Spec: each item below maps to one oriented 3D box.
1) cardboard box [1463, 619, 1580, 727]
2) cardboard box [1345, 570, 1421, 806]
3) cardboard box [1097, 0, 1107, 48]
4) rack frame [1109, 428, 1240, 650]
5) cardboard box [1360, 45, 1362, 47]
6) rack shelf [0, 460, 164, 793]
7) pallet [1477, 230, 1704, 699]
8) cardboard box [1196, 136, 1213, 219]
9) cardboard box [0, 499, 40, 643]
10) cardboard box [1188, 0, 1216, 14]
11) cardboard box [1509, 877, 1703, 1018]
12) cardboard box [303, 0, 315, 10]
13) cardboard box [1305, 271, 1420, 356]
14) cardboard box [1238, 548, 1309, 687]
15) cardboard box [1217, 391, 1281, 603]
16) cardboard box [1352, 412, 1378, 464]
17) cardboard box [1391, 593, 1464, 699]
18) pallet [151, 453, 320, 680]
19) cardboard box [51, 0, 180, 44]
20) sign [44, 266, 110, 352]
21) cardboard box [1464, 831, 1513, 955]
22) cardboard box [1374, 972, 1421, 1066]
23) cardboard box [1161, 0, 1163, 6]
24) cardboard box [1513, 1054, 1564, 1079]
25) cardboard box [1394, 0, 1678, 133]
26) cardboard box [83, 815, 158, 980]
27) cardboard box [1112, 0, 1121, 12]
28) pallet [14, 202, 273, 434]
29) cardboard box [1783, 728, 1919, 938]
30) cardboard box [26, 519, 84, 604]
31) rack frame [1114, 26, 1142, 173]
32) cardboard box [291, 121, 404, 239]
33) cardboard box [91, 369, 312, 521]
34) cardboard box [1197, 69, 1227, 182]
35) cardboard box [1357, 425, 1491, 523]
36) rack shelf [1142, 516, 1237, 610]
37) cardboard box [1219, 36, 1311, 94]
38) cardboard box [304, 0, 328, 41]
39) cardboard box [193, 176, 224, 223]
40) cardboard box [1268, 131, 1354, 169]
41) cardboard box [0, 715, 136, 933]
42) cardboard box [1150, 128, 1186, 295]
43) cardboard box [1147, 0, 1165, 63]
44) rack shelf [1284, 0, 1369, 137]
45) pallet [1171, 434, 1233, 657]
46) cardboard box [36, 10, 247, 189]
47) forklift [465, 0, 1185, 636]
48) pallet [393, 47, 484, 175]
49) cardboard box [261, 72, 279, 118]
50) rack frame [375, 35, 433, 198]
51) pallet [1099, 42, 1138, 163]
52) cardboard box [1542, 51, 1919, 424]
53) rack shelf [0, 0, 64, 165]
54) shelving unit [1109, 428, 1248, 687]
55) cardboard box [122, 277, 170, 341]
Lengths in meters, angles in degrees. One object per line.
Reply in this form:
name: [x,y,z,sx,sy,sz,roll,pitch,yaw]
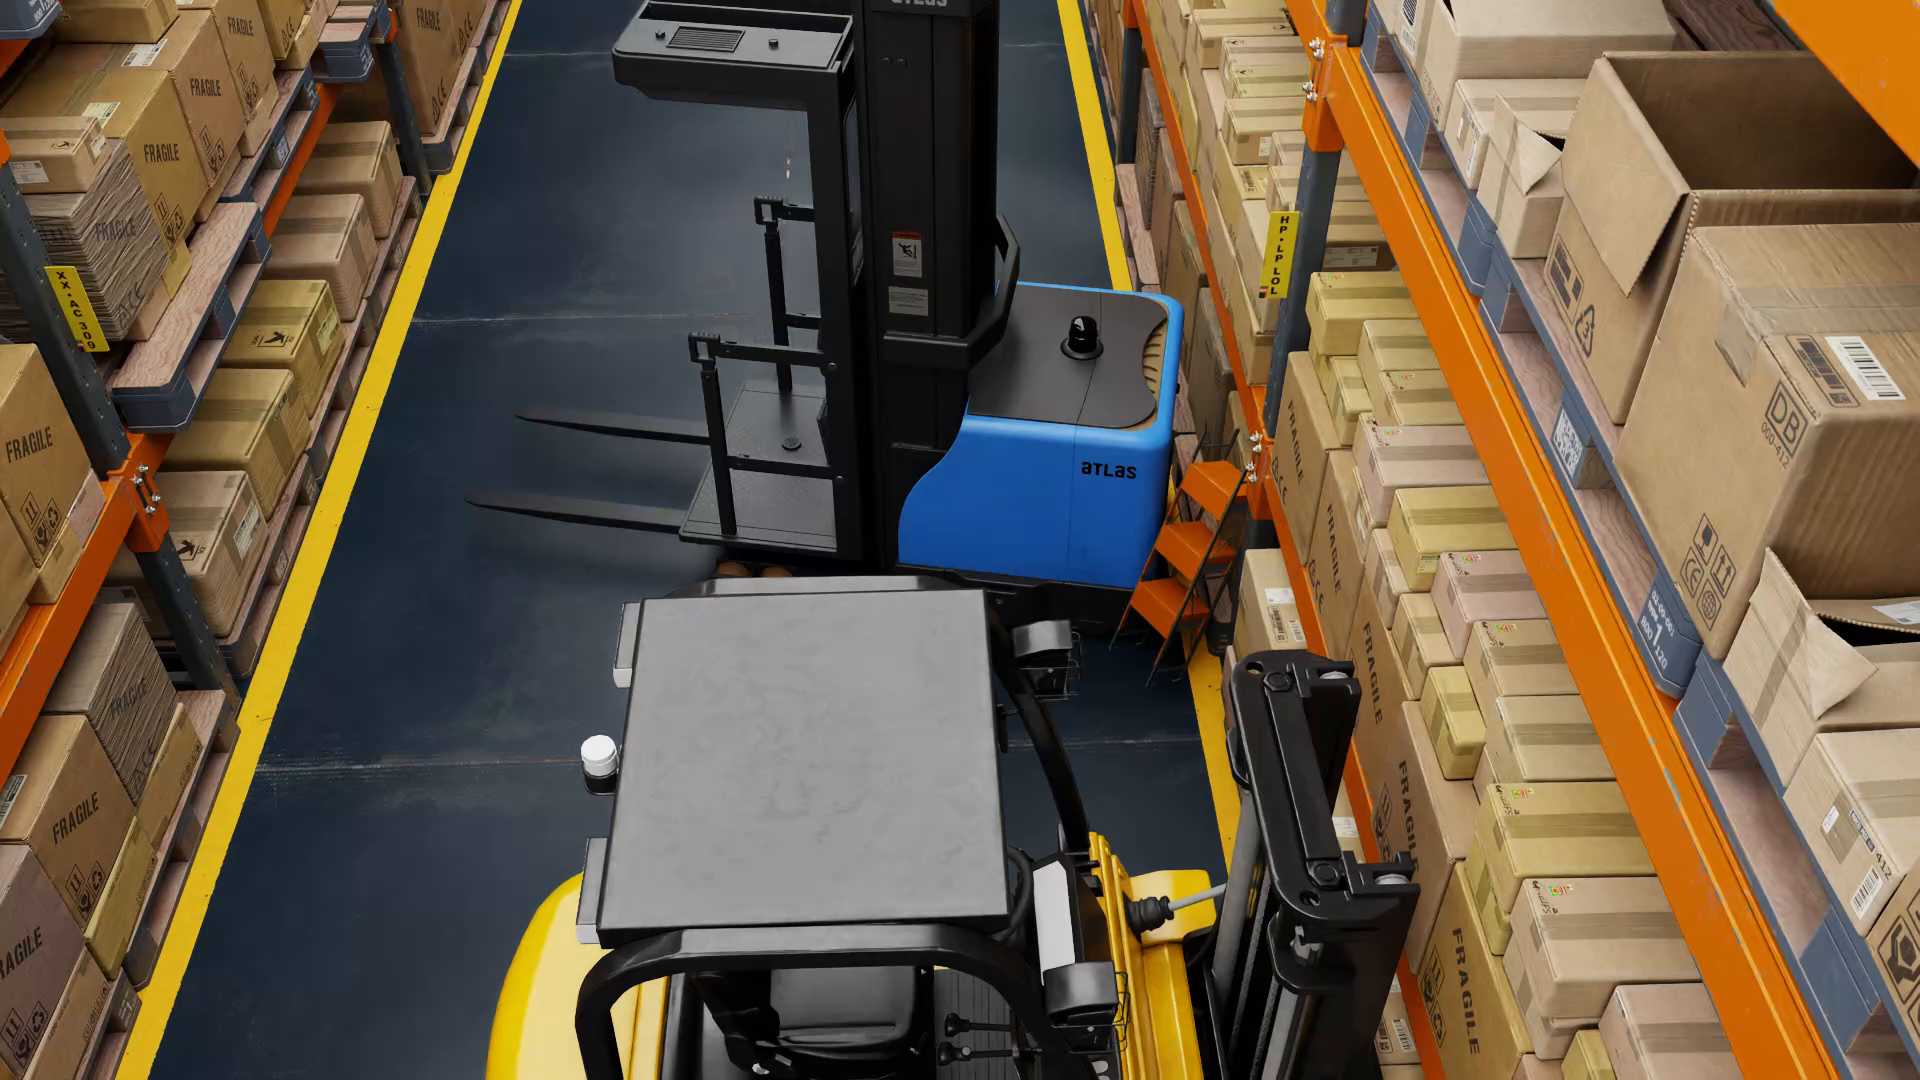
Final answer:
cardboard box: [1.457,0.328,4.047,0.380,0.149,0.250,-1,43,-2]
cardboard box: [1.396,0.418,4.649,0.500,0.500,0.500,-2,43,-2]
cardboard box: [1.139,-3.449,10.482,0.500,0.500,0.500,0,43,0]
rack frame: [0.843,0.010,6.598,0.200,1.050,0.008,-7,39,-38]
cardboard box: [1.775,-1.927,6.728,0.380,0.149,0.250,-2,43,-2]
rack shelf: [-3.297,1.215,4.386,1.077,0.370,4.000,-2,43,-2]
pallet: [1.688,-0.221,3.267,1.003,0.211,1.213,-2,43,-2]
cardboard box: [1.277,-1.498,6.925,0.500,0.250,0.500,-1,43,-2]
cardboard box: [-3.086,0.094,4.783,0.500,0.500,0.500,0,43,0]
cardboard box: [1.192,-2.427,7.273,0.380,0.149,0.250,-1,43,-1]
cardboard box: [1.383,0.850,3.479,0.380,0.149,0.250,-1,43,-1]
cardboard box: [-3.222,-2.754,7.579,0.500,0.500,0.500,-2,43,-2]
cardboard box: [1.294,-0.707,5.177,0.380,0.149,0.250,-1,43,-1]
cardboard box: [1.284,0.281,5.857,0.500,0.250,0.500,-2,43,-2]
cardboard box: [1.544,-0.176,6.819,0.875,0.625,0.625,0,43,0]
cardboard box: [1.379,-0.248,4.897,0.380,0.149,0.250,-2,43,-2]
cardboard box: [1.353,0.267,4.335,0.380,0.149,0.250,-3,43,-3]
pallet: [-3.416,0.102,7.132,1.003,0.211,1.213,-2,43,-2]
cardboard box: [-3.198,-1.998,6.275,0.380,0.149,0.250,1,43,1]
sign: [-2.840,-0.740,5.346,0.100,0.325,0.005,-2,43,-2]
cardboard box: [1.373,0.788,3.766,0.380,0.149,0.250,-1,43,-1]
cardboard box: [1.343,1.317,4.728,0.500,0.250,0.500,-2,43,-3]
cardboard box: [1.202,-2.730,7.899,0.500,0.250,0.500,0,43,0]
cardboard box: [1.451,1.443,3.531,0.500,0.500,0.500,0,43,0]
cardboard box: [1.369,-1.241,3.995,0.500,0.311,0.500,-1,43,-1]
cardboard box: [-3.056,1.209,5.584,0.500,0.250,0.500,-3,43,-3]
cardboard box: [1.091,-3.227,9.760,0.380,0.149,0.250,-4,43,-4]
pallet: [-3.269,-0.849,6.248,1.003,0.211,1.213,-2,43,-2]
cardboard box: [1.408,0.400,2.325,0.380,0.149,0.250,-3,43,-3]
cardboard box: [-3.046,0.069,5.290,0.380,0.149,0.250,-1,43,-1]
rack frame: [1.407,-3.245,8.720,1.000,3.000,0.127,-2,43,-2]
cardboard box: [-3.538,-1.905,8.892,0.950,0.372,0.625,-4,43,-5]
cardboard box: [-3.441,-0.425,7.278,0.950,0.372,0.625,1,43,1]
cardboard box: [1.256,-1.690,6.765,0.500,0.250,0.500,-1,43,-1]
cardboard box: [1.324,-0.184,4.606,0.380,0.149,0.250,-1,43,-1]
rack shelf: [0.907,0.088,6.529,0.215,0.259,0.240,-7,39,-38]
cardboard box: [1.257,-1.907,6.706,0.380,0.149,0.250,-1,43,-1]
cardboard box: [-3.161,-2.430,7.706,0.380,0.149,0.250,-4,43,-4]
cardboard box: [-3.149,-1.377,6.557,0.380,0.149,0.250,-1,43,-1]
cardboard box: [1.354,-1.386,6.137,0.380,0.149,0.250,-2,43,-2]
cardboard box: [-3.065,0.917,5.348,0.500,0.500,0.500,-1,43,-1]
cardboard box: [1.456,-1.662,8.440,0.875,0.625,0.625,0,43,0]
cardboard box: [1.198,-2.544,8.066,0.500,0.250,0.500,-2,43,-3]
rack shelf: [1.492,-2.736,6.477,1.077,0.370,4.000,-2,43,-2]
pallet: [1.507,-0.013,7.258,1.003,0.211,1.213,-2,43,-2]
cardboard box: [-3.144,-1.698,6.428,0.500,0.500,0.500,-2,43,-2]
forklift: [-0.617,-1.148,6.483,3.031,2.935,1.130,6,43,7]
pallet: [-3.510,-2.607,10.087,1.003,0.211,1.213,-2,43,-2]
cardboard box: [-3.158,-1.904,7.132,0.380,0.149,0.250,-3,43,-3]
rack frame: [-3.552,-3.100,8.562,1.000,3.000,0.127,-2,43,-2]
pallet: [1.413,-2.722,10.214,1.003,0.211,1.213,-2,43,-2]
cardboard box: [1.554,-0.562,3.112,0.797,0.503,0.637,0,43,0]
rack shelf: [-3.467,-2.591,6.319,1.077,0.370,4.000,-2,43,-2]
shelving unit: [0.910,0.079,6.523,0.215,1.050,0.252,-7,39,-38]
cardboard box: [-3.090,-0.844,5.976,0.380,0.149,0.250,-1,43,-1]
